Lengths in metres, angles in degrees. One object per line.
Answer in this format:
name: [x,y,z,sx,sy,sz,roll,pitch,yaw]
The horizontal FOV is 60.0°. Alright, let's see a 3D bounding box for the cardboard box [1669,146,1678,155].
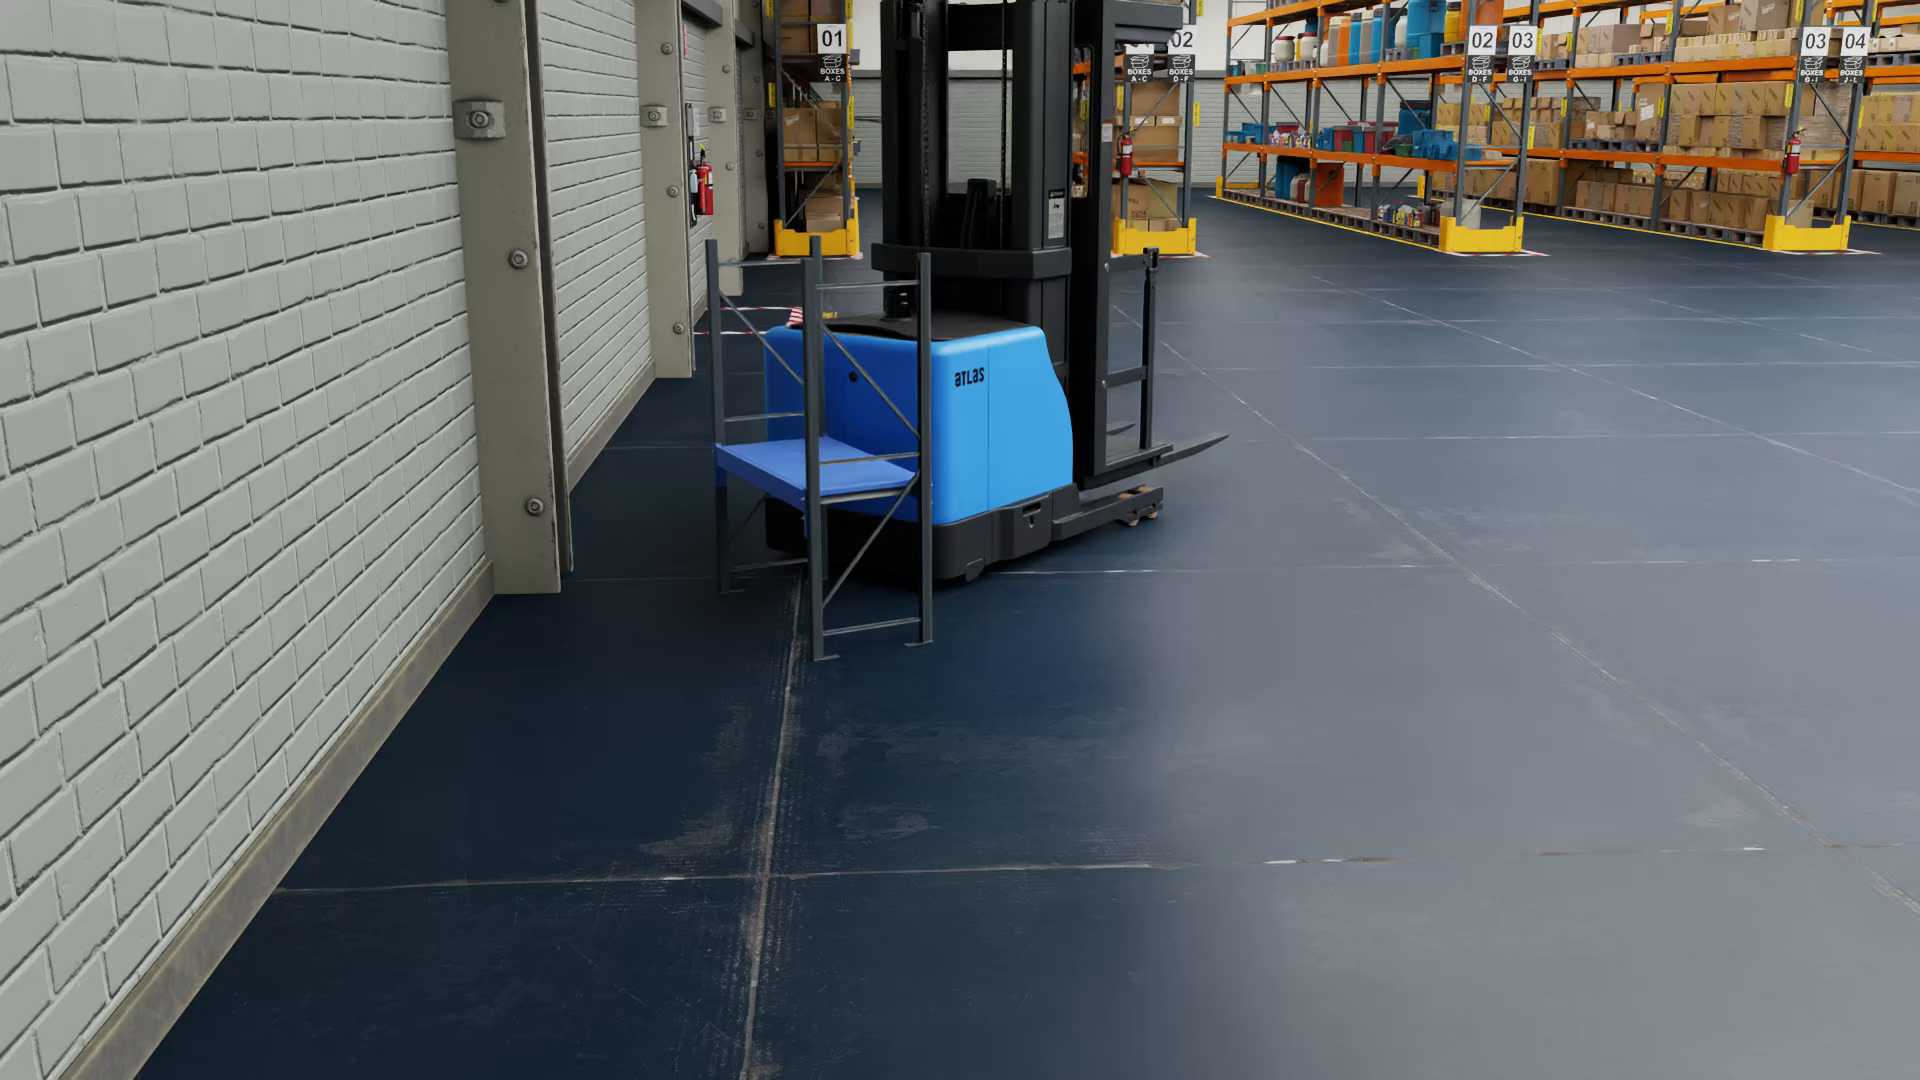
cardboard box: [12.200,-6.570,28.047,0.380,0.149,0.250,-1,14,-3]

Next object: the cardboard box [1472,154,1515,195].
cardboard box: [12.028,-8.142,37.072,0.875,0.875,0.875,-1,14,-3]

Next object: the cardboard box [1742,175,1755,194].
cardboard box: [16.807,-7.397,34.929,0.500,0.500,0.500,-1,14,-2]

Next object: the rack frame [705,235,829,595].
rack frame: [-0.808,-0.522,7.044,0.500,1.500,0.032,-7,16,-27]

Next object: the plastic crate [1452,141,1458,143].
plastic crate: [7.881,-6.393,27.152,0.499,0.251,0.616,-1,14,-3]

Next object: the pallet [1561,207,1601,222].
pallet: [12.284,-6.262,31.942,1.003,0.211,1.213,-1,14,-3]

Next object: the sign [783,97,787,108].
sign: [-2.900,-7.134,27.411,0.100,0.325,0.005,-1,14,-3]

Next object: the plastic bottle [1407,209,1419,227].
plastic bottle: [7.250,-5.148,26.599,0.152,0.276,0.135,-1,14,-3]

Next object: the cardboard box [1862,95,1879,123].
cardboard box: [17.278,-8.026,30.994,0.700,0.500,0.500,-1,14,-4]

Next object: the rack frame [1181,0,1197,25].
rack frame: [2.845,-8.571,23.279,1.000,3.000,0.127,-1,14,-3]

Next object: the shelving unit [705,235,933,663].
shelving unit: [-0.572,-0.409,6.608,0.538,1.500,1.048,-7,16,-27]

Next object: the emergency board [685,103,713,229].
emergency board: [-2.519,-3.642,16.160,0.194,1.169,0.643,-1,14,-3]

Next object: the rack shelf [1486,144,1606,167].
rack shelf: [12.113,-7.956,34.373,1.077,0.370,4.000,-1,14,-3]

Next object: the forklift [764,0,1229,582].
forklift: [0.379,-1.550,8.169,1.130,2.935,3.031,10,18,35]

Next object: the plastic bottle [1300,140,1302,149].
plastic bottle: [6.821,-7.888,33.061,0.097,0.201,0.097,0,14,0]

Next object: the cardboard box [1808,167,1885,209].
cardboard box: [17.142,-6.820,32.184,1.050,0.750,0.750,-1,14,-4]

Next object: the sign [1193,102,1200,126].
sign: [3.399,-6.130,23.936,0.100,0.325,0.005,-1,14,-3]

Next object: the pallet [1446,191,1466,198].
pallet: [11.941,-7.946,38.486,1.003,0.211,1.213,-1,14,-3]

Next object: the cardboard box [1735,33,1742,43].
cardboard box: [12.360,-7.848,25.988,0.380,0.149,0.250,-2,15,-6]

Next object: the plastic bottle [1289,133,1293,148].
plastic bottle: [6.752,-8.132,33.845,0.061,0.283,0.133,-1,14,-3]

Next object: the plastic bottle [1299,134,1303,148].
plastic bottle: [6.815,-7.946,33.147,0.097,0.271,0.097,0,14,0]

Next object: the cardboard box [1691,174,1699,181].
cardboard box: [16.609,-8.112,37.218,0.380,0.149,0.250,-1,14,-3]

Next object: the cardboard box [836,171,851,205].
cardboard box: [-2.509,-6.925,32.393,0.750,0.750,0.750,-1,14,-4]

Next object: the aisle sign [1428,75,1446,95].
aisle sign: [11.437,-11.069,39.811,0.394,0.787,0.004,-1,14,-3]

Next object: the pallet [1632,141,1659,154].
pallet: [12.583,-6.912,29.255,1.003,0.211,1.213,-1,14,-3]

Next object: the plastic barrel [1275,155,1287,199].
plastic barrel: [7.062,-7.777,35.602,0.600,0.901,0.708,-1,14,-3]

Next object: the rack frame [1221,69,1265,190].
rack frame: [6.798,-9.720,39.786,1.000,3.000,0.127,-1,14,-3]

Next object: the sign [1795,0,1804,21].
sign: [12.177,-7.696,24.119,0.100,0.325,0.005,-1,14,-3]

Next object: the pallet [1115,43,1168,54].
pallet: [2.827,-7.252,24.349,1.003,0.211,1.213,-1,14,-3]

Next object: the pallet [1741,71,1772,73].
pallet: [16.945,-9.802,34.461,1.213,0.211,1.003,-1,14,-3]

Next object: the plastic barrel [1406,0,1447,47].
plastic barrel: [7.496,-8.386,26.730,0.600,0.901,0.708,-1,14,-3]

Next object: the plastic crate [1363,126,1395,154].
plastic crate: [7.206,-6.883,28.628,0.402,0.464,0.583,-1,14,-3]

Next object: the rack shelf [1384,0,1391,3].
rack shelf: [7.665,-8.602,25.645,1.077,0.370,4.000,-1,14,-3]

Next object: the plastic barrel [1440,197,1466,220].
plastic barrel: [7.641,-5.027,25.694,0.421,0.512,0.421,0,14,0]

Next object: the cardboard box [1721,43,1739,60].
cardboard box: [12.356,-7.690,26.177,0.500,0.250,0.500,-1,14,-4]

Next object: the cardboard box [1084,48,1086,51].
cardboard box: [2.508,-8.854,29.858,0.500,0.250,0.500,-1,14,-5]

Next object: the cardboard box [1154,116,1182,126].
cardboard box: [3.036,-6.129,24.326,0.380,0.149,0.250,-1,14,-4]

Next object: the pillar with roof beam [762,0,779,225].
pillar with roof beam: [0.919,-10.213,29.661,9.100,9.000,0.400,-1,14,-3]

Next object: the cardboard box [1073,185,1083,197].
cardboard box: [2.248,-6.029,28.990,0.500,0.311,0.500,0,14,-2]

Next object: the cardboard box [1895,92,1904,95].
cardboard box: [21.545,-10.127,37.858,0.380,0.149,0.250,-1,14,-4]

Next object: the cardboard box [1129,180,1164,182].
cardboard box: [2.944,-5.410,26.205,0.500,0.500,0.500,-1,14,-3]

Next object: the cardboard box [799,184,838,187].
cardboard box: [-2.582,-6.272,30.518,0.700,0.500,0.500,-1,14,-4]

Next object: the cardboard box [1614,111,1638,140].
cardboard box: [12.285,-7.496,30.089,0.797,0.503,0.637,1,14,2]

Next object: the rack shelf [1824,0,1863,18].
rack shelf: [17.070,-10.719,33.875,1.077,0.370,4.000,-1,14,-3]

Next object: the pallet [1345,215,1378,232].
pallet: [7.454,-5.580,29.291,1.003,0.211,1.213,-1,14,-3]

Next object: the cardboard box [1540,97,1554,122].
cardboard box: [12.170,-8.686,33.551,0.797,0.503,0.637,-1,14,-2]

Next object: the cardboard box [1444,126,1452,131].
cardboard box: [11.568,-9.491,38.597,0.500,0.250,0.500,-1,14,-5]

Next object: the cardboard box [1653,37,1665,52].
cardboard box: [12.327,-8.636,28.977,0.396,0.266,0.258,0,14,-1]

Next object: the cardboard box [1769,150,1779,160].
cardboard box: [12.494,-5.826,25.154,0.380,0.149,0.250,-1,14,-3]

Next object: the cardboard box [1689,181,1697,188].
cardboard box: [16.580,-7.961,37.229,0.380,0.149,0.250,-2,15,-6]

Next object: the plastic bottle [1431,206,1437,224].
plastic bottle: [7.800,-5.342,27.336,0.061,0.283,0.133,-1,14,-3]

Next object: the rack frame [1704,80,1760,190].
rack frame: [16.946,-8.853,36.417,1.000,3.000,0.127,-1,14,-3]

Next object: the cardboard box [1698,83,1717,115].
cardboard box: [12.322,-7.125,26.893,0.500,0.500,0.500,-1,14,-3]
